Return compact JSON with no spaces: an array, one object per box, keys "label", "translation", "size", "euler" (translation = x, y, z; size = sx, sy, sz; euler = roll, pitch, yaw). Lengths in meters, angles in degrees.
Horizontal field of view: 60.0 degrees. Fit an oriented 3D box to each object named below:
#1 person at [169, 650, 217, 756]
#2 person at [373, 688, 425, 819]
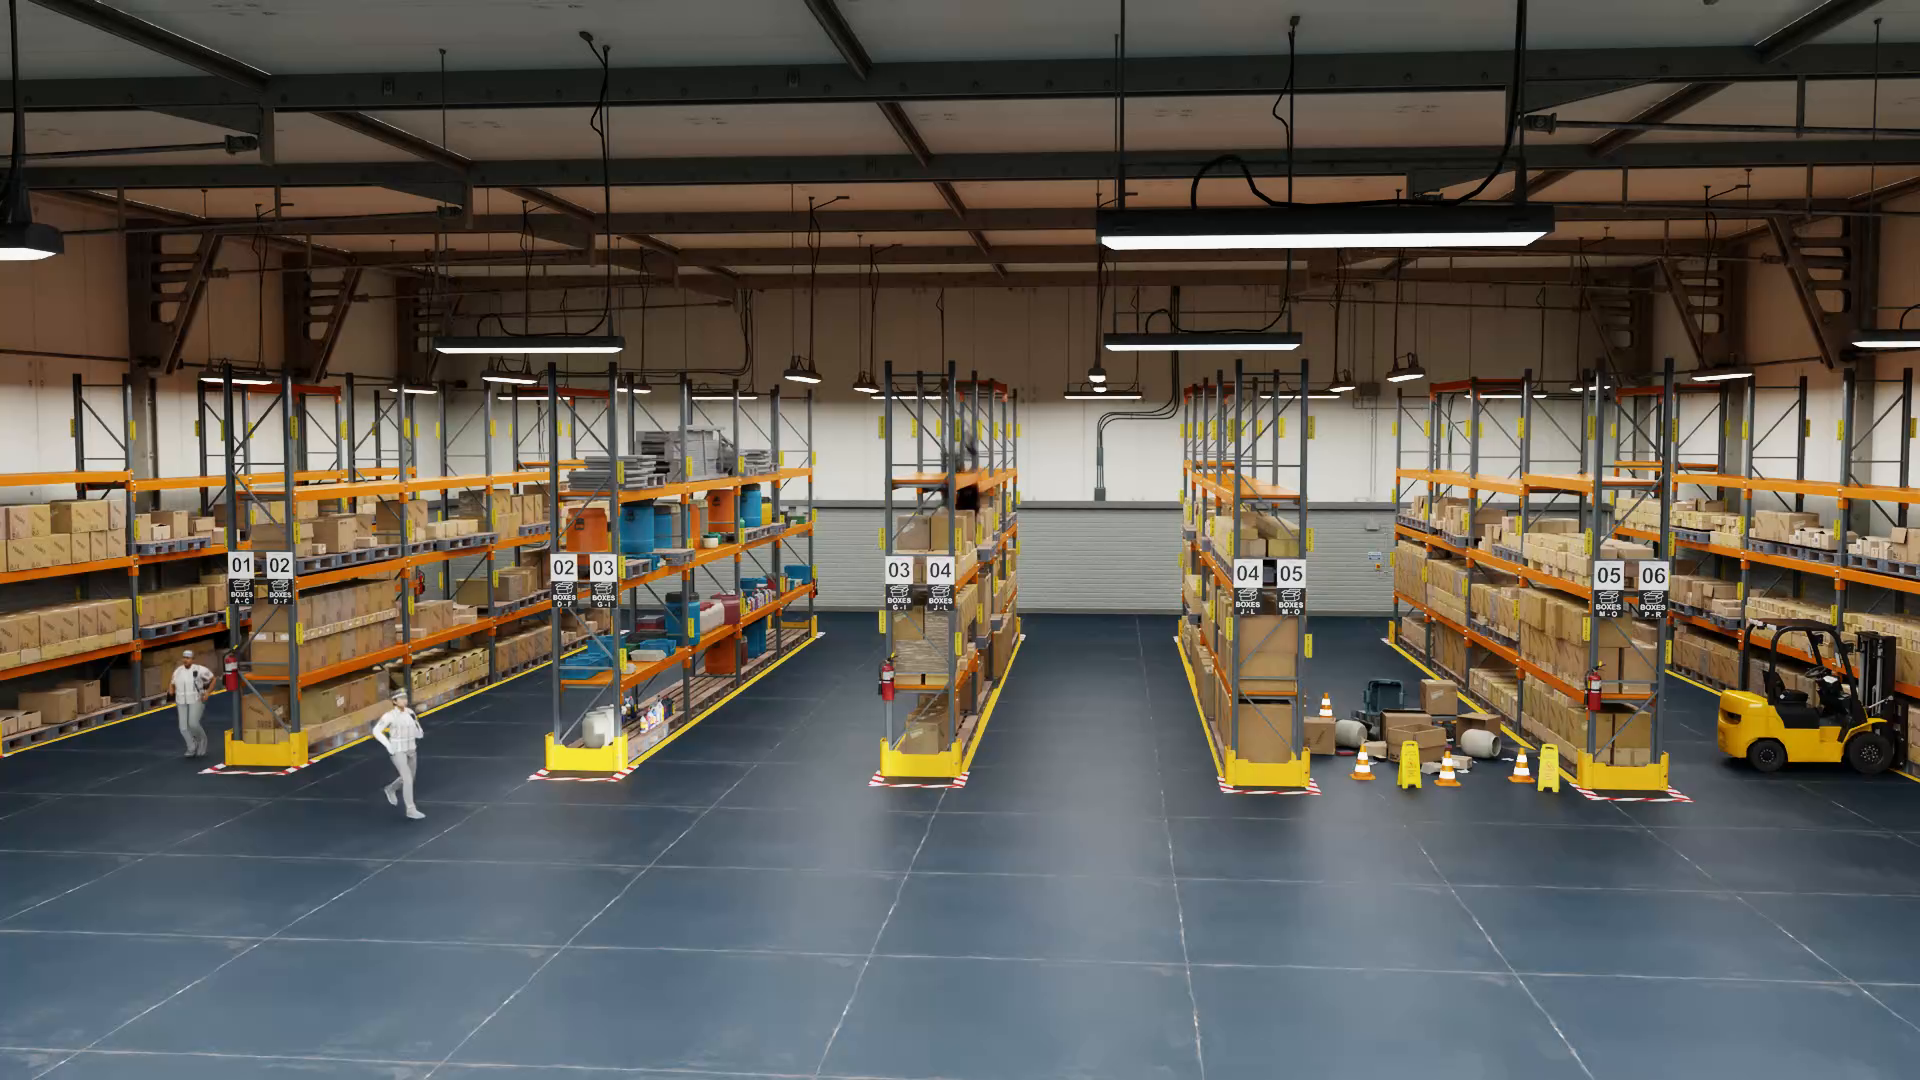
[{"label":"person","translation":[-11.790,2.503,25.446],"size":[0.666,1.639,0.548],"euler":[0,4,-1]},{"label":"person","translation":[-7.253,2.741,21.576],"size":[0.861,1.668,0.625],"euler":[2,4,33]}]
